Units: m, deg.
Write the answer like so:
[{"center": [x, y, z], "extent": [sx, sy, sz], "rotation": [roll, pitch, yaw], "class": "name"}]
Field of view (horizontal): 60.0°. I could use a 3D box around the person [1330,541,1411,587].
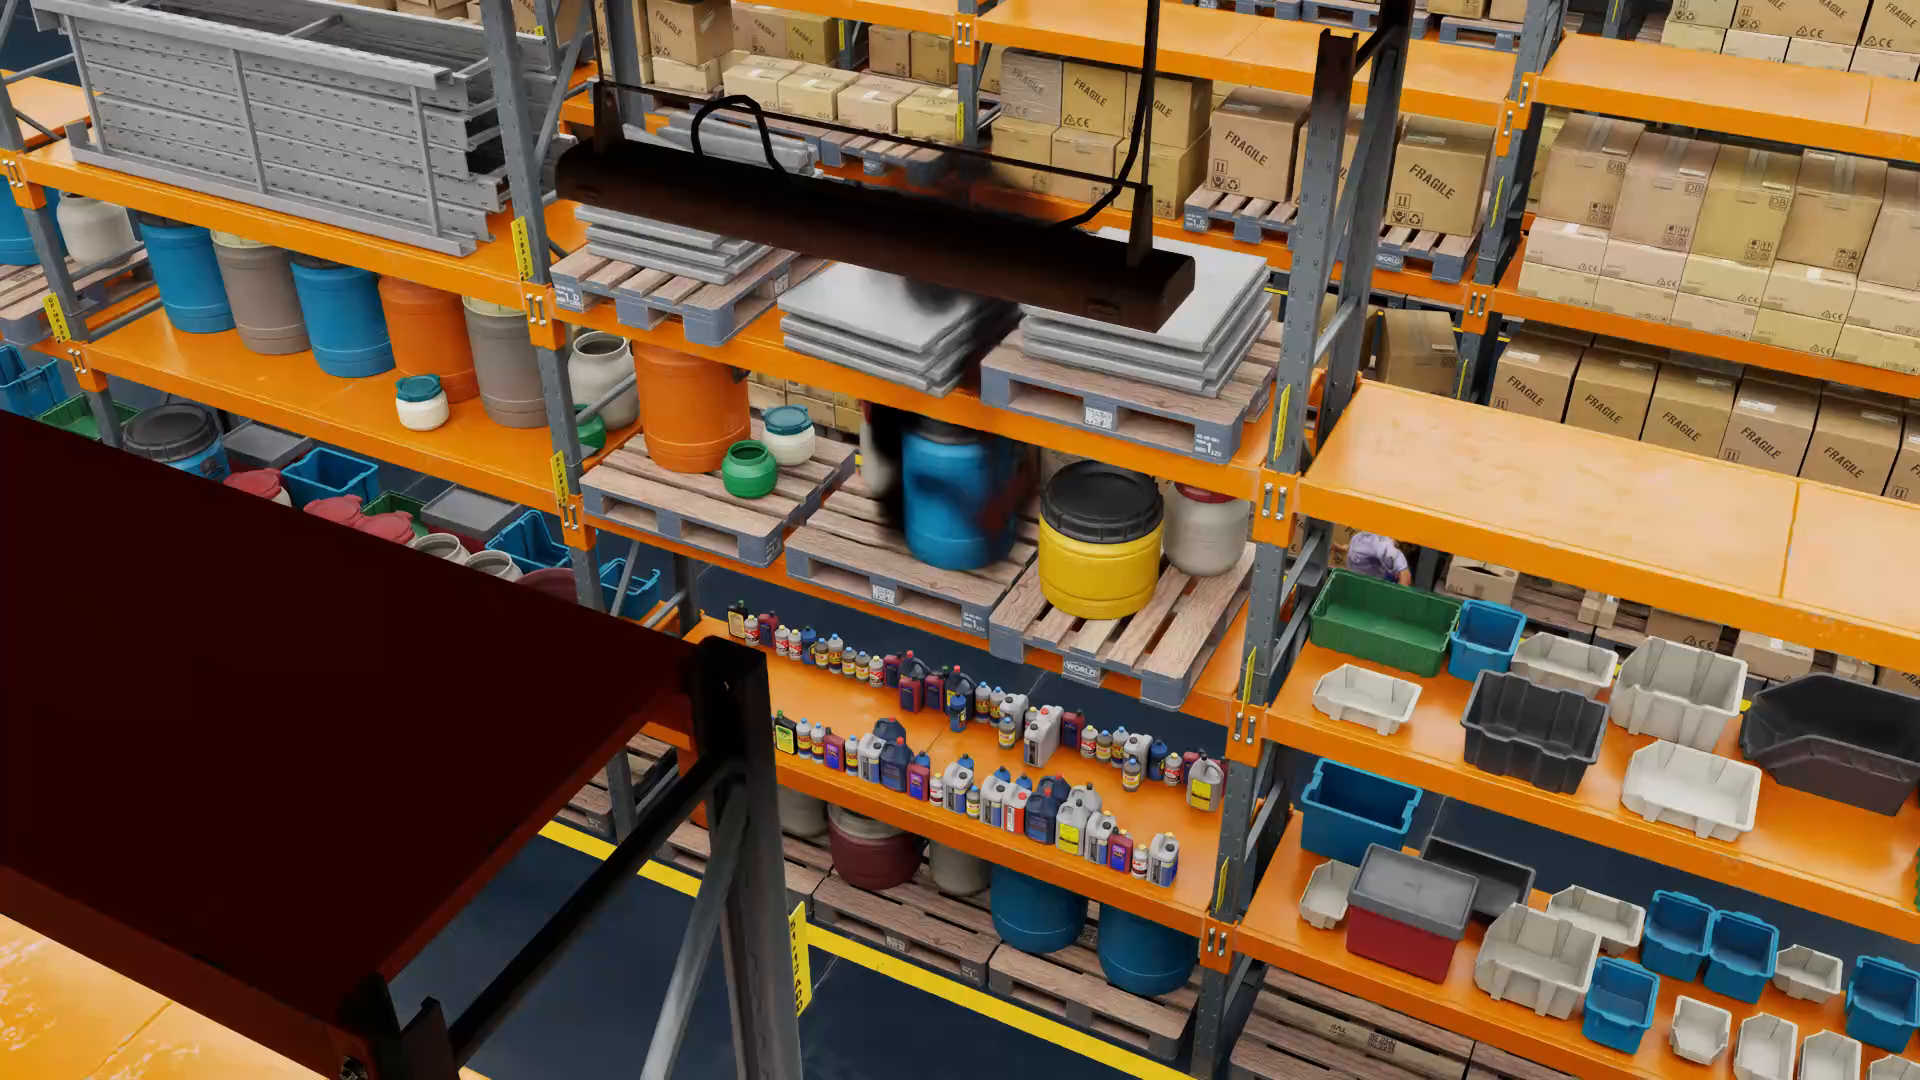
[{"center": [2.802, 0.421, 11.330], "extent": [0.807, 1.713, 0.567], "rotation": [15, 38, 20], "class": "person"}]
